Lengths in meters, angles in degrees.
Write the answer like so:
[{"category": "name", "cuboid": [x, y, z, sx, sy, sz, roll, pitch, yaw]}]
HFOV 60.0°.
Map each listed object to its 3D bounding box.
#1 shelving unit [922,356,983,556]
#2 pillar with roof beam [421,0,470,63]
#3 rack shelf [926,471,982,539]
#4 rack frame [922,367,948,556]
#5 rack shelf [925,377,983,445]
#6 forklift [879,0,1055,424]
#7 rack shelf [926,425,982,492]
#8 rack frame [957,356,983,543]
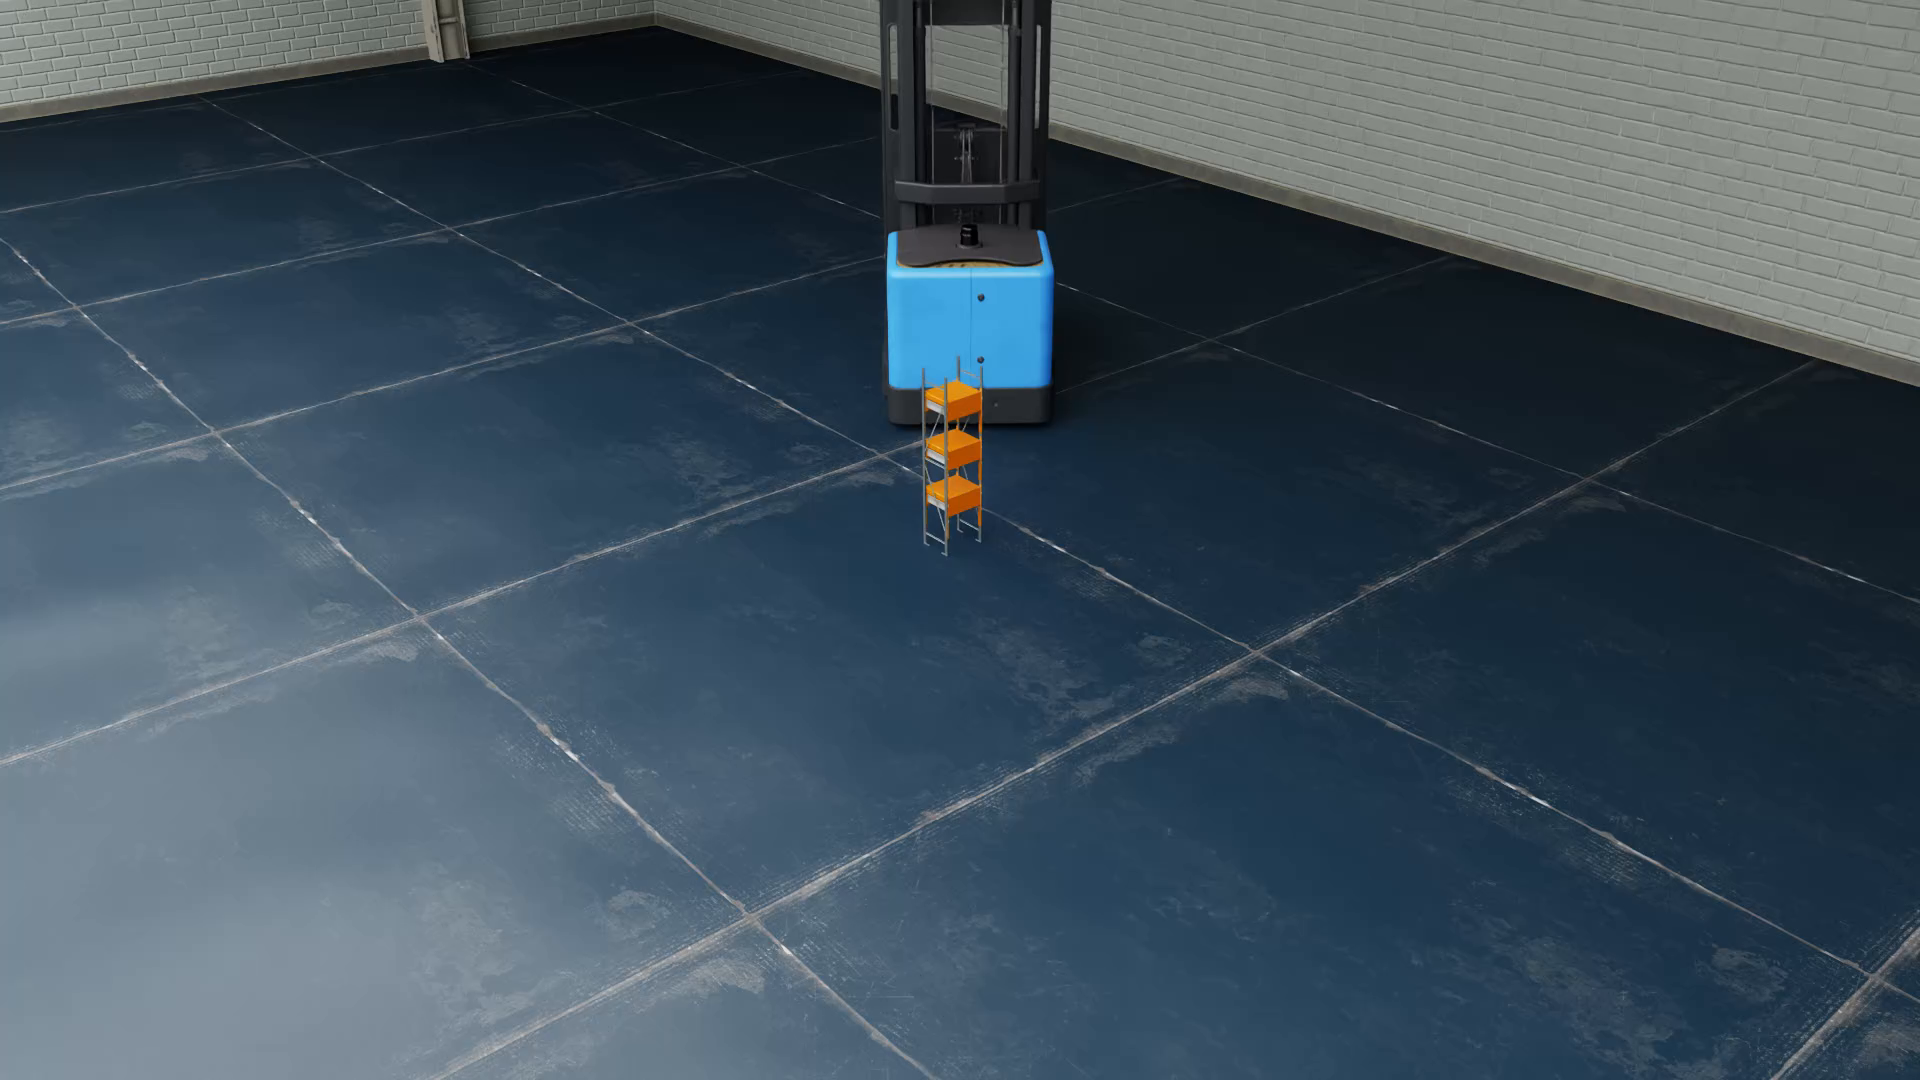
[{"category": "shelving unit", "cuboid": [-0.041, -0.447, 8.972, 0.252, 1.050, 0.215, -22, 35, -35]}, {"category": "pillar with roof beam", "cuboid": [-3.406, -8.280, 15.196, 0.400, 9.000, 9.100, -22, 35, -35]}, {"category": "rack shelf", "cuboid": [-0.041, -0.192, 9.108, 0.240, 0.259, 0.215, -22, 35, -35]}, {"category": "rack frame", "cuboid": [-0.134, -0.409, 8.902, 0.008, 1.050, 0.200, -22, 35, -35]}, {"category": "rack shelf", "cuboid": [-0.041, -0.688, 8.843, 0.240, 0.259, 0.215, -22, 35, -35]}, {"category": "forklift", "cuboid": [0.026, -2.674, 11.144, 1.130, 2.935, 3.031, -1, 28, -1]}, {"category": "rack shelf", "cuboid": [-0.041, -0.437, 8.977, 0.240, 0.259, 0.215, -22, 35, -35]}, {"category": "rack frame", "cuboid": [0.052, -0.484, 9.042, 0.008, 1.050, 0.200, -22, 35, -35]}]
